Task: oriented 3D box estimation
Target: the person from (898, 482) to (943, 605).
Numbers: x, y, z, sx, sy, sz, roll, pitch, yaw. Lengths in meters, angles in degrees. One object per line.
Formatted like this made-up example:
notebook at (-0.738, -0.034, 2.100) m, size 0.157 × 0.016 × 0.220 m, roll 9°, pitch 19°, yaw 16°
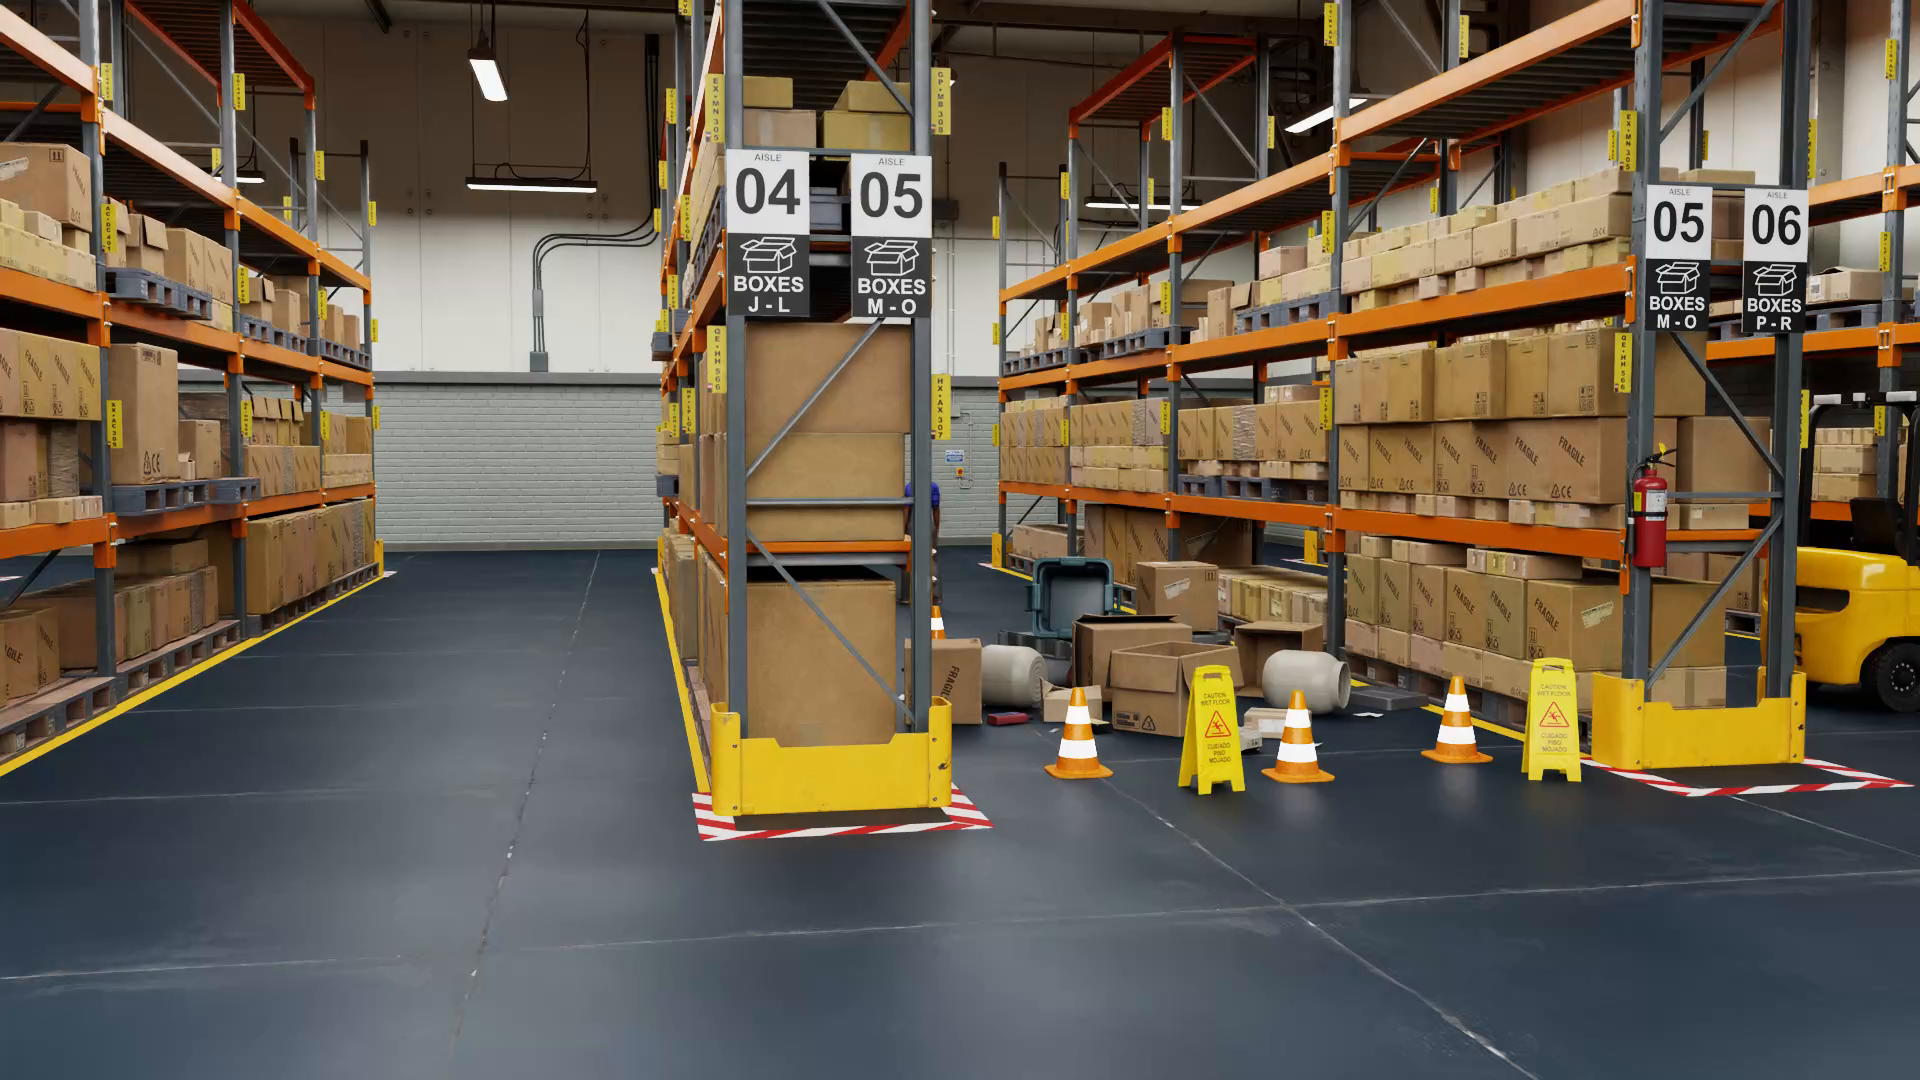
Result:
person at (-0.476, -0.090, 18.863) m, size 0.460 × 1.669 × 0.552 m, roll -1°, pitch 3°, yaw -21°
